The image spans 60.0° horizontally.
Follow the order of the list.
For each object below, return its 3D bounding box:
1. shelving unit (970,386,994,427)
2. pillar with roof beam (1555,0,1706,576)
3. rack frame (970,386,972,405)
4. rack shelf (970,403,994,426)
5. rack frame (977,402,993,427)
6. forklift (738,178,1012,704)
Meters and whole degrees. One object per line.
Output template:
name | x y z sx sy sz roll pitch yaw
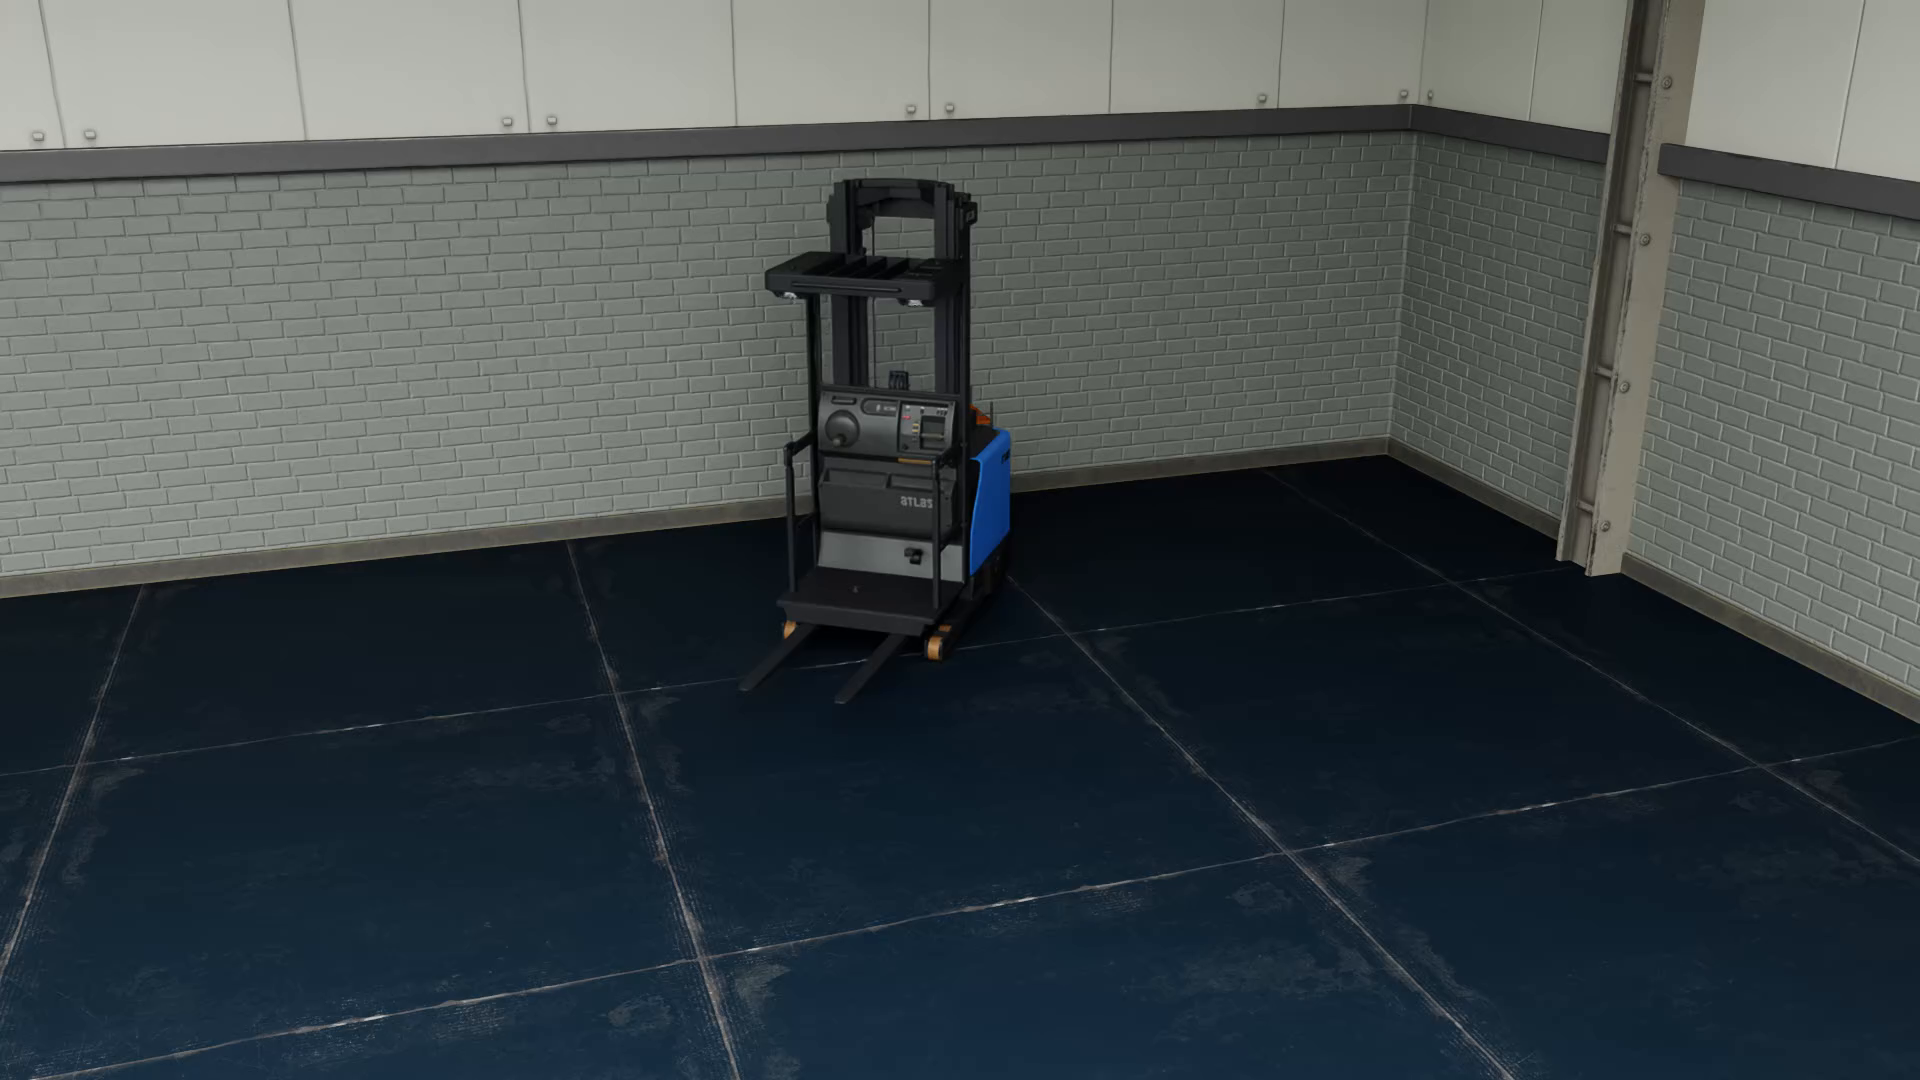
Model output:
shelving unit | 0.052 -0.512 12.566 0.258 1.200 0.503 -6 21 -17
pillar with roof beam | 0.603 -3.590 9.600 9.100 9.000 0.400 -6 21 -17
rack frame | -0.025 -0.590 12.784 0.240 1.200 0.015 -6 21 -17
rack shelf | 0.052 -0.881 12.433 0.258 0.148 0.480 -6 21 -17
rack frame | 0.129 -0.433 12.348 0.240 1.200 0.015 -6 21 -17
forklift | -0.542 -0.746 10.658 1.130 2.935 3.031 6 21 16
